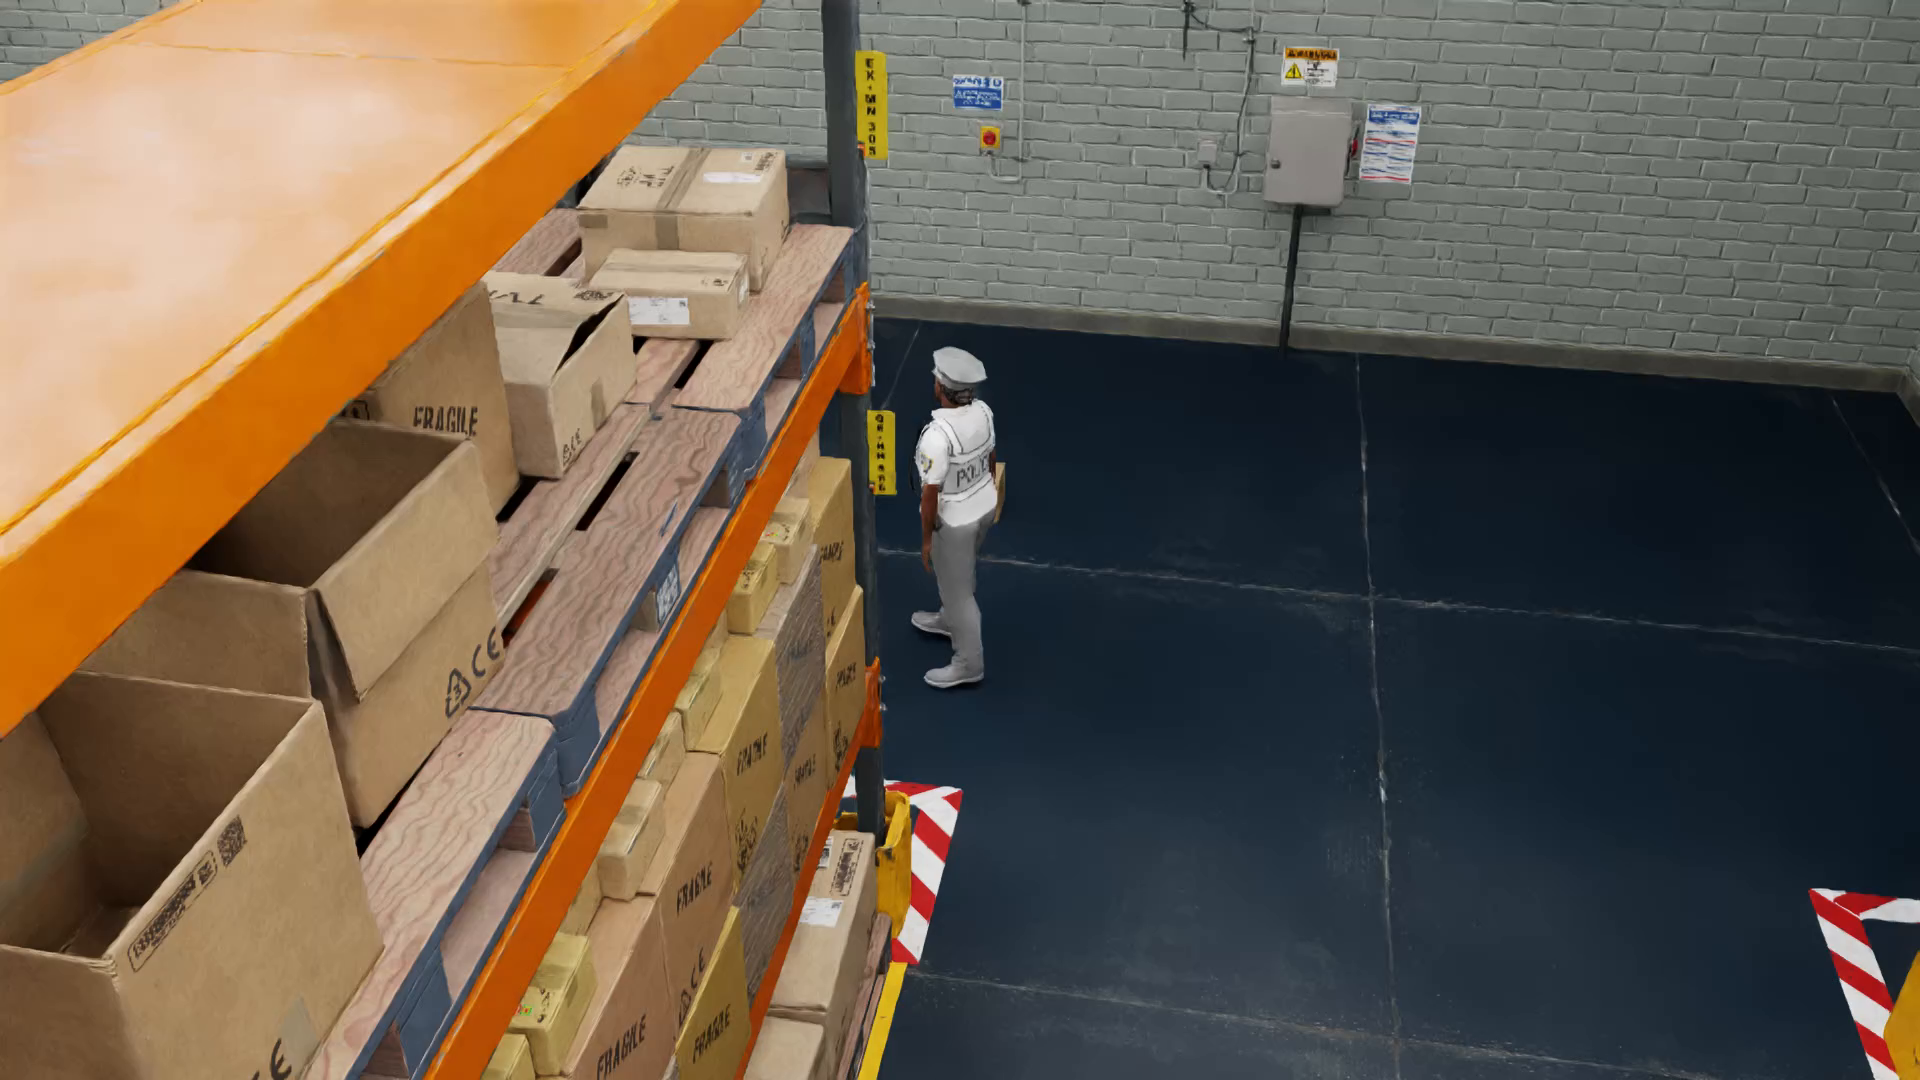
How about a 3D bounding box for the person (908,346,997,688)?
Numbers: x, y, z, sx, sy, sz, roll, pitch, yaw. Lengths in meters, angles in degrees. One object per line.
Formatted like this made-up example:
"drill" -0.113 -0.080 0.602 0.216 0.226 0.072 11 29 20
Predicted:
"person" -0.055 -0.145 7.932 0.571 1.663 0.640 20 38 28
